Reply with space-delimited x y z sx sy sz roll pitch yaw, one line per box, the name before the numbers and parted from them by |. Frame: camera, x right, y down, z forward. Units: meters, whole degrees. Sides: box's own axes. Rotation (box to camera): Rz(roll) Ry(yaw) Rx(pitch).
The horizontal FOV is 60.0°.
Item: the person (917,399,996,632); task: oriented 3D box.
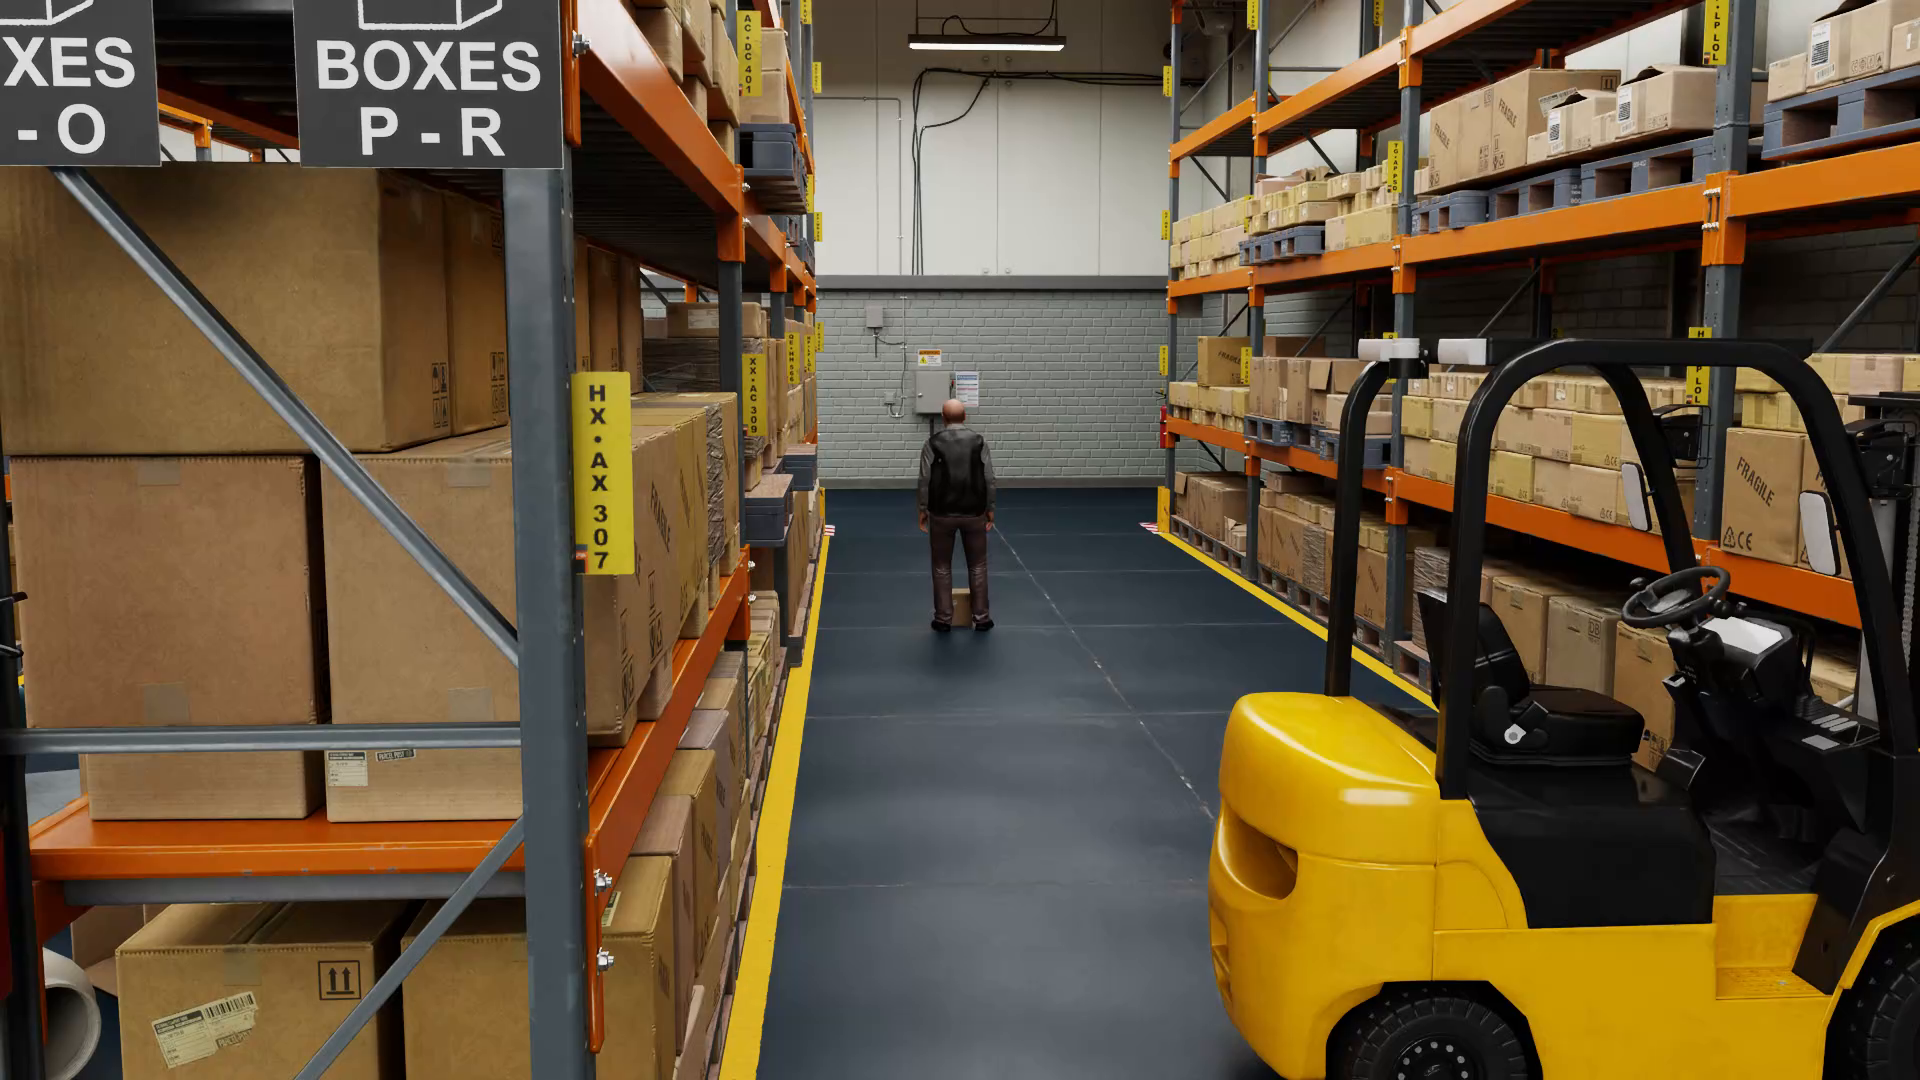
person | -0.023 -0.183 12.370 0.591 1.722 0.410 -1 7 -6
